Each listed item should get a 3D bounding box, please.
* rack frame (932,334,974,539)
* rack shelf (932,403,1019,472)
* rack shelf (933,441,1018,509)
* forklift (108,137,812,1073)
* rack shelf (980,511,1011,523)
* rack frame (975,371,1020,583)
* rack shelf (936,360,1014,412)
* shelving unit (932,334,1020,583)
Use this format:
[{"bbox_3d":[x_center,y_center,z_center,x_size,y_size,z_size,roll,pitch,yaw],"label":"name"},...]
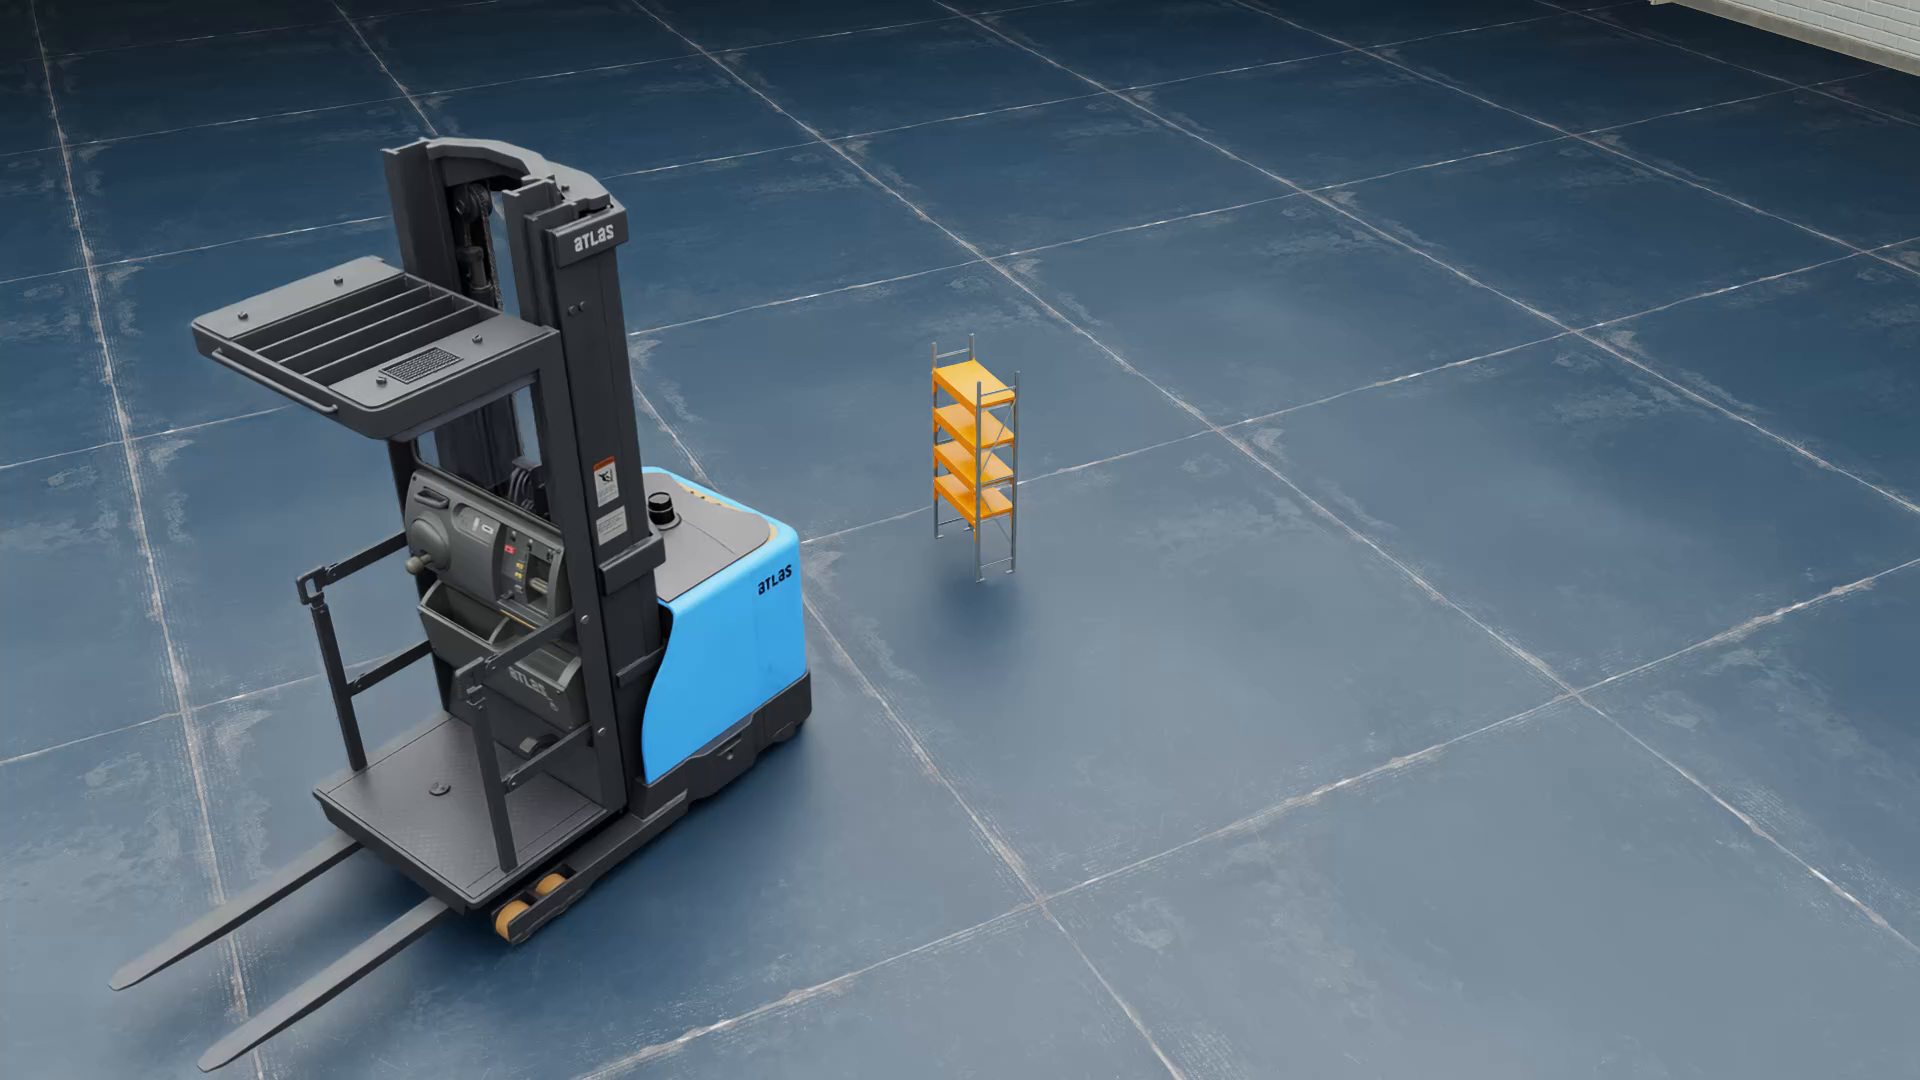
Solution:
[{"bbox_3d":[-0.037,-0.543,8.985,0.240,1.200,0.015,-16,36,-23],"label":"rack frame"},{"bbox_3d":[0.077,-0.558,8.719,0.258,0.148,0.480,-16,36,-23],"label":"rack shelf"},{"bbox_3d":[0.077,-0.370,8.839,0.258,0.148,0.480,-16,36,-23],"label":"rack shelf"},{"bbox_3d":[-2.004,0.087,6.398,1.130,2.935,3.031,23,39,31],"label":"forklift"},{"bbox_3d":[0.077,-0.226,8.931,0.199,0.029,0.442,-16,36,-23],"label":"rack shelf"},{"bbox_3d":[0.191,-0.310,8.621,0.240,1.200,0.015,-16,36,-23],"label":"rack frame"},{"bbox_3d":[0.077,-0.790,8.570,0.221,0.050,0.457,-16,36,-23],"label":"rack shelf"},{"bbox_3d":[0.077,-0.426,8.803,0.258,1.200,0.503,-16,36,-23],"label":"shelving unit"}]
